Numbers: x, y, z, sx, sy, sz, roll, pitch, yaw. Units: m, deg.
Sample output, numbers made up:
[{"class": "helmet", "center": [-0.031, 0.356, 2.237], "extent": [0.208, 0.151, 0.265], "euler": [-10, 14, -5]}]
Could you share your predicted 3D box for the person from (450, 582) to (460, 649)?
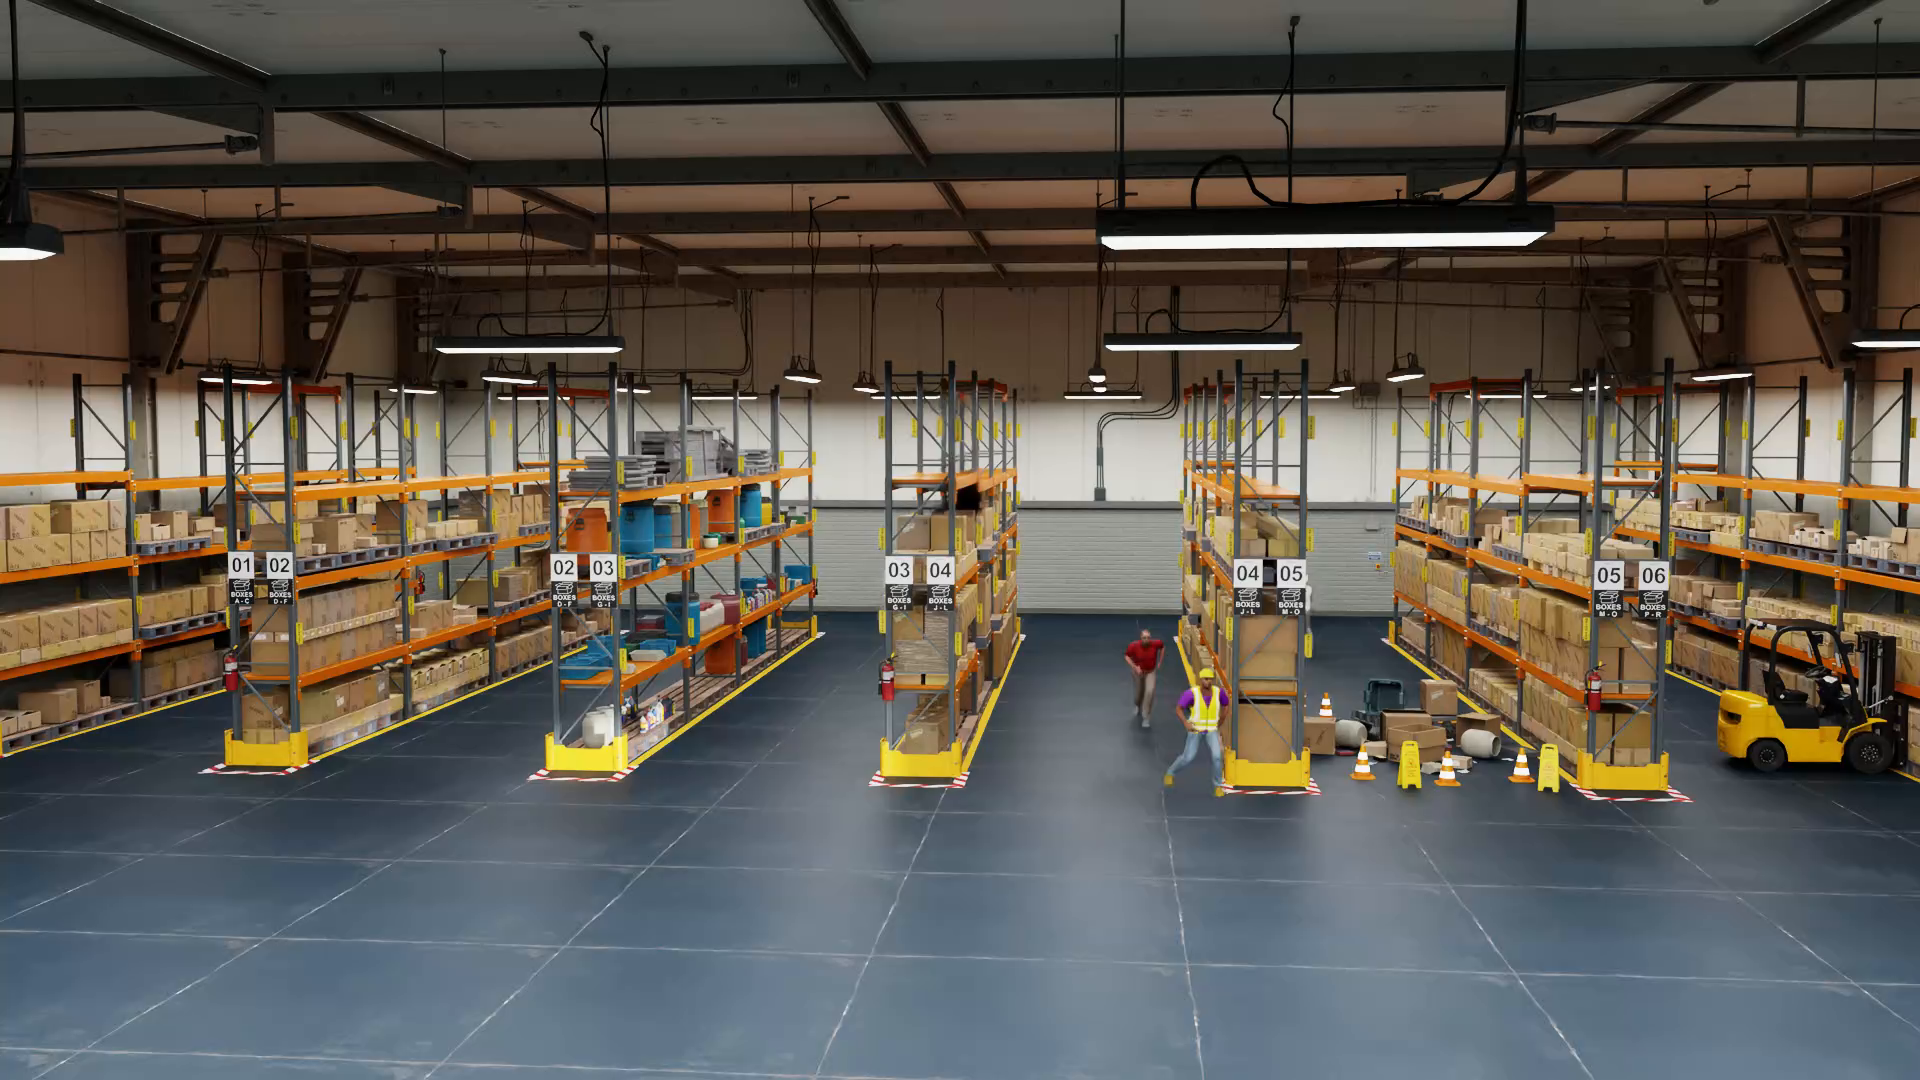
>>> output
[{"class": "person", "center": [-11.276, 1.735, 37.471], "extent": [0.581, 1.630, 0.566], "euler": [1, 4, 8]}]

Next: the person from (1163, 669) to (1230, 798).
[{"class": "person", "center": [3.322, 2.643, 22.979], "extent": [0.915, 1.761, 0.744], "euler": [-1, 4, -12]}]

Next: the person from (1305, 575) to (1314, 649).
[{"class": "person", "center": [7.734, 1.640, 37.740], "extent": [0.660, 1.805, 0.877], "euler": [0, 4, -7]}]

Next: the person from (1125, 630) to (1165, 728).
[{"class": "person", "center": [3.142, 2.333, 28.487], "extent": [0.702, 1.693, 1.019], "euler": [0, 4, -4]}]
